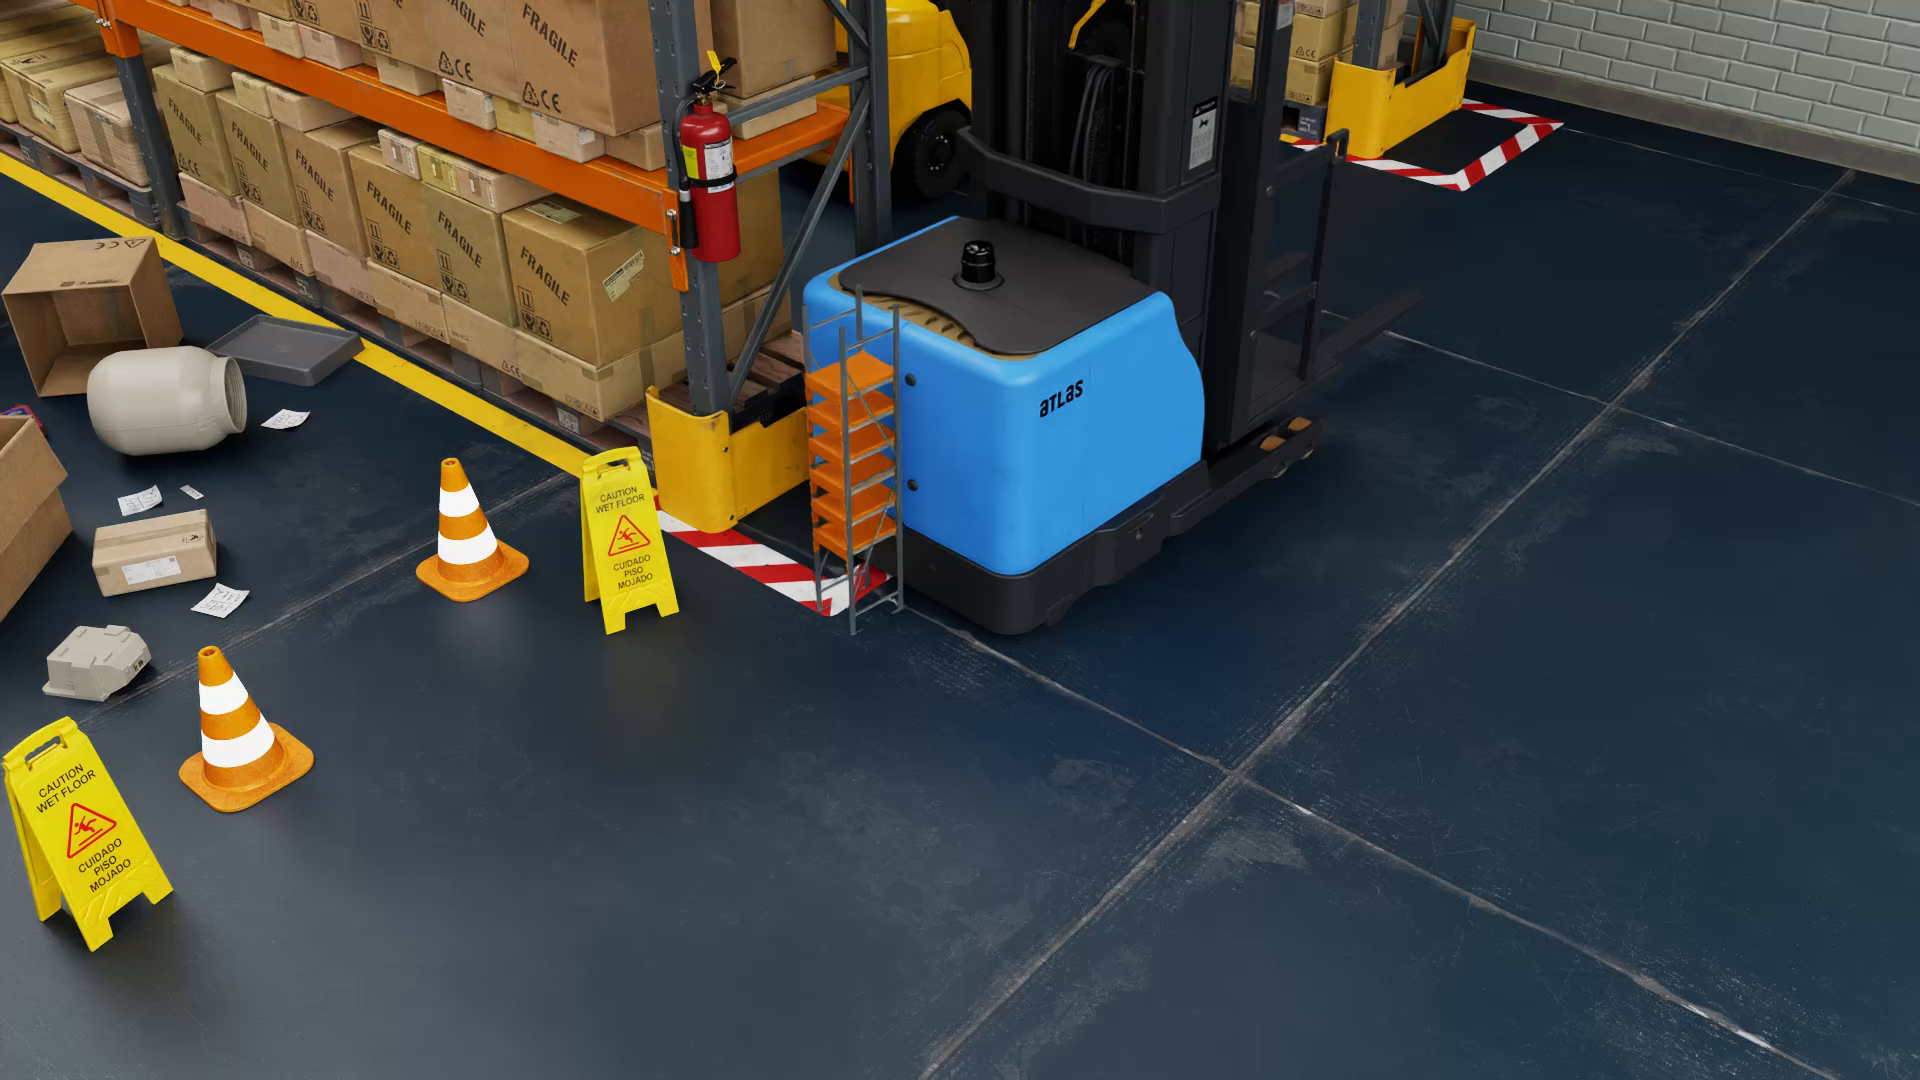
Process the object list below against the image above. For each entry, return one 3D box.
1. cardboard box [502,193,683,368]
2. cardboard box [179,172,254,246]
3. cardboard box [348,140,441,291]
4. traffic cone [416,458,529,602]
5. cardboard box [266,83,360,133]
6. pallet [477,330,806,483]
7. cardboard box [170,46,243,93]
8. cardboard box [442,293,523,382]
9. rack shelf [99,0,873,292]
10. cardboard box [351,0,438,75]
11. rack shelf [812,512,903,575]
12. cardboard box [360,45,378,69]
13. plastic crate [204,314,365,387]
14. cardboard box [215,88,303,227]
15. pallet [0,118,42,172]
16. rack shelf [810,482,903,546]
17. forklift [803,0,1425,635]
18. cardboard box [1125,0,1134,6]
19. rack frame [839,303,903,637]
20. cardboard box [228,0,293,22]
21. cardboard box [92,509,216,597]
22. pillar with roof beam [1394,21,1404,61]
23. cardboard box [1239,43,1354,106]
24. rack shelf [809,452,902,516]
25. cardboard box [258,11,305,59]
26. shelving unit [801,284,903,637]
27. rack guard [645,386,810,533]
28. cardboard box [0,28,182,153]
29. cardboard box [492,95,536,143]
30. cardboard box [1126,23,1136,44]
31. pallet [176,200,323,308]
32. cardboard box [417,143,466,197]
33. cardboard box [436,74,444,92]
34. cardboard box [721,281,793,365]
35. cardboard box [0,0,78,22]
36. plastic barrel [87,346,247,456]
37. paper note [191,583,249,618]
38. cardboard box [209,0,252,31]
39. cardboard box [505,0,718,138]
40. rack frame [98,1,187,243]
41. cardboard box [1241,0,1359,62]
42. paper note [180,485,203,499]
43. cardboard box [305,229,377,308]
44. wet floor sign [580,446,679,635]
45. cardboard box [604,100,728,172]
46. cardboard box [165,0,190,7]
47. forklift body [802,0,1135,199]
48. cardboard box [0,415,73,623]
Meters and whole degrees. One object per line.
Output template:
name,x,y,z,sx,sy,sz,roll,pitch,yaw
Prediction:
cardboard box,-1.411,-1.060,6.540,0.500,0.500,0.500,26,42,32
cardboard box,-3.422,-1.692,8.122,0.500,0.250,0.500,23,41,30
cardboard box,-2.197,-1.434,7.084,0.500,0.500,0.500,24,41,31
traffic cone,-1.784,-0.084,5.963,0.334,0.463,0.336,25,42,32
cardboard box,-2.759,-1.916,7.212,0.250,0.149,0.380,28,43,34
pallet,-1.288,-0.723,7.116,1.213,0.211,1.003,25,42,32
cardboard box,-3.364,-2.197,7.622,0.250,0.149,0.380,26,42,32
cardboard box,-1.815,-0.941,7.029,0.500,0.250,0.500,25,42,32
rack shelf,-2.165,-1.963,7.094,4.000,0.370,1.077,25,42,32
cardboard box,-1.986,-2.142,6.368,0.500,0.500,0.500,25,42,32
rack shelf,-0.351,-0.009,5.704,0.258,0.103,0.180,-28,44,-34
cardboard box,-2.215,-2.036,6.787,0.250,0.149,0.380,25,42,32
plastic crate,-3.020,-0.855,7.424,0.583,0.080,0.402,12,36,16
cardboard box,-3.003,-1.813,7.635,0.500,0.500,0.500,27,43,34
pallet,-5.243,-2.557,9.787,1.213,0.211,1.003,25,42,32
rack shelf,-0.350,-0.107,5.635,0.258,0.103,0.180,-28,44,-34
forklift,0.818,-1.631,6.036,1.130,2.935,3.031,28,43,34
cardboard box,1.182,-3.346,10.089,0.500,0.250,0.500,24,41,31
rack frame,-0.286,-0.203,5.486,0.240,1.200,0.006,-28,44,-34
cardboard box,-2.764,-2.508,6.901,0.500,0.500,0.500,25,42,31
cardboard box,-2.927,0.045,6.054,0.380,0.149,0.250,-12,36,-17
pillar with roof beam,-0.168,-4.940,5.495,0.400,9.000,9.100,25,42,32
cardboard box,1.982,-2.768,9.689,0.500,0.250,0.500,26,42,32
rack shelf,-0.349,-0.206,5.566,0.258,0.103,0.180,-28,44,-34
cardboard box,-2.688,-2.159,6.966,0.250,0.149,0.380,25,42,32
shelving unit,-0.348,-0.242,5.541,0.258,1.200,0.189,-28,44,-34
rack guard,-0.687,-0.532,6.583,0.348,0.500,1.175,25,42,32
cardboard box,-4.662,-2.521,9.222,0.625,0.372,0.950,28,43,34
cardboard box,-1.501,-1.619,6.180,0.250,0.149,0.380,24,41,31
cardboard box,1.227,-3.138,10.227,0.500,0.250,0.500,26,42,32
pallet,-3.163,-1.606,8.403,1.213,0.211,1.003,25,42,32
cardboard box,-1.927,-1.524,6.642,0.250,0.149,0.380,26,42,33
cardboard box,-1.826,-1.853,6.521,0.250,0.149,0.380,26,42,32
cardboard box,-1.071,-0.987,7.096,0.500,0.250,0.500,25,42,31
cardboard box,-5.776,-3.050,9.991,0.625,0.372,0.950,24,41,31
plastic barrel,-3.184,-0.562,6.695,0.512,0.421,0.421,-6,35,-8
paper note,-2.628,0.213,5.913,0.142,0.019,0.148,12,36,16
cardboard box,-3.047,-2.370,7.273,0.250,0.149,0.380,27,43,33
cardboard box,-1.222,-1.775,5.835,0.500,0.500,0.500,24,41,31
rack frame,-3.702,-2.984,7.945,0.127,3.000,1.000,25,42,32
cardboard box,1.971,-2.982,9.559,0.500,0.250,0.500,25,41,31
paper note,-3.010,-0.187,6.514,0.123,0.001,0.032,25,42,32
cardboard box,-2.595,-1.313,7.570,0.500,0.250,0.500,25,41,31
wet floor sign,-1.167,-0.030,5.724,0.267,0.644,0.232,-18,38,-25
cardboard box,-1.052,-1.474,5.968,0.250,0.149,0.380,27,43,33
cardboard box,-3.438,-2.558,7.546,0.250,0.149,0.380,27,43,33
forklift body,-0.080,-3.239,9.067,1.214,2.155,2.313,25,42,32
cardboard box,-3.598,-0.041,5.865,0.637,0.503,0.797,0,34,0
